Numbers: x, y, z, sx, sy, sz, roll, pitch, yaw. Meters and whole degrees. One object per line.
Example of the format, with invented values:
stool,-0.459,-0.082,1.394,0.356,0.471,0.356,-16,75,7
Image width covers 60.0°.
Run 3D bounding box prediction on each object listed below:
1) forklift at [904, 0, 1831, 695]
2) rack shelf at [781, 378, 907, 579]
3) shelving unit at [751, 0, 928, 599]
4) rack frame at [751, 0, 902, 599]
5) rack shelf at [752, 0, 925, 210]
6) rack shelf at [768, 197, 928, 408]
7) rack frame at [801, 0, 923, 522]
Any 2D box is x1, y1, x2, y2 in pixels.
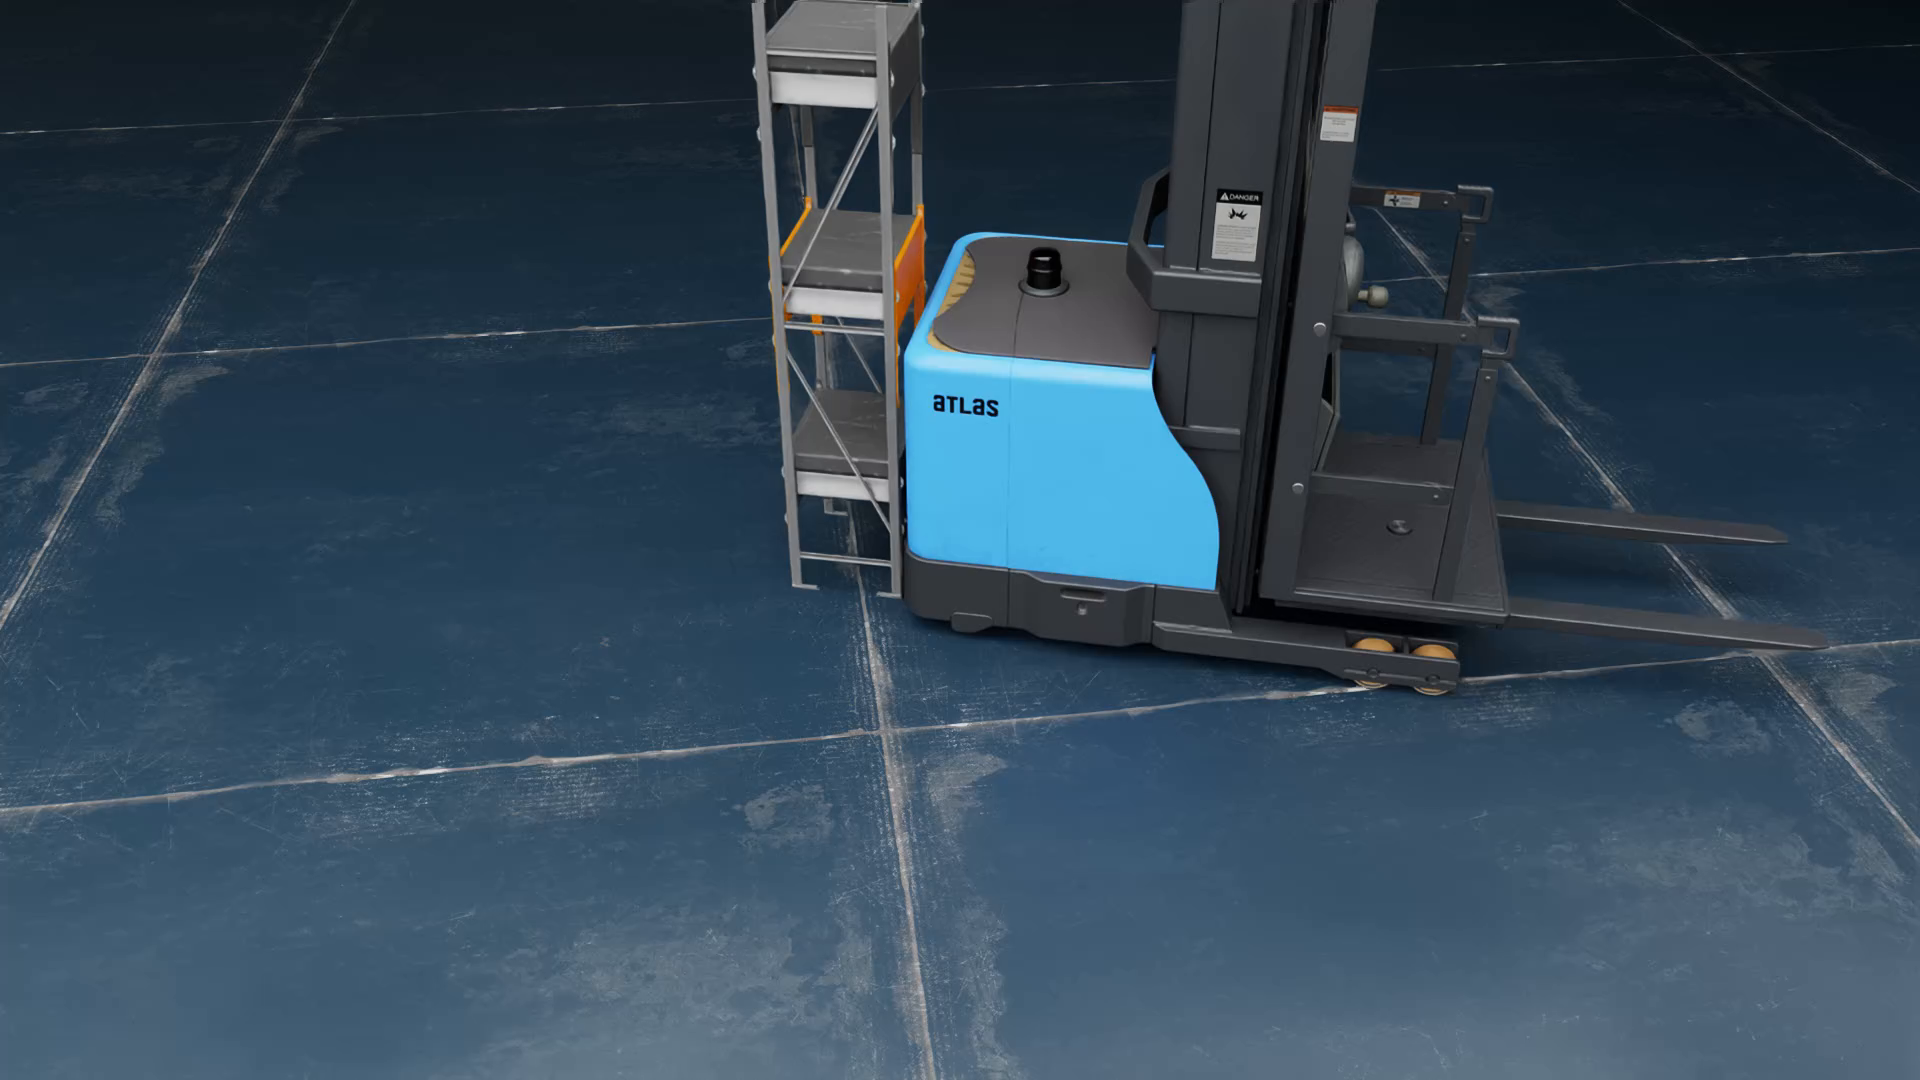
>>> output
forklift,1.376,-1.025,5.151,3.031,2.935,1.130,6,35,9
rack shelf,-0.365,-0.226,5.984,0.431,0.518,0.480,6,35,8
shelving unit,-0.365,-0.816,5.582,0.431,2.100,0.503,6,35,8
rack frame,-0.406,-0.680,5.383,0.400,2.100,0.015,6,35,8
rack shelf,-0.365,-1.383,5.196,0.431,0.518,0.480,6,35,8
rack shelf,-0.365,-0.804,5.590,0.431,0.518,0.480,6,35,8
rack frame,-0.323,-0.951,5.781,0.400,2.100,0.015,6,35,8
